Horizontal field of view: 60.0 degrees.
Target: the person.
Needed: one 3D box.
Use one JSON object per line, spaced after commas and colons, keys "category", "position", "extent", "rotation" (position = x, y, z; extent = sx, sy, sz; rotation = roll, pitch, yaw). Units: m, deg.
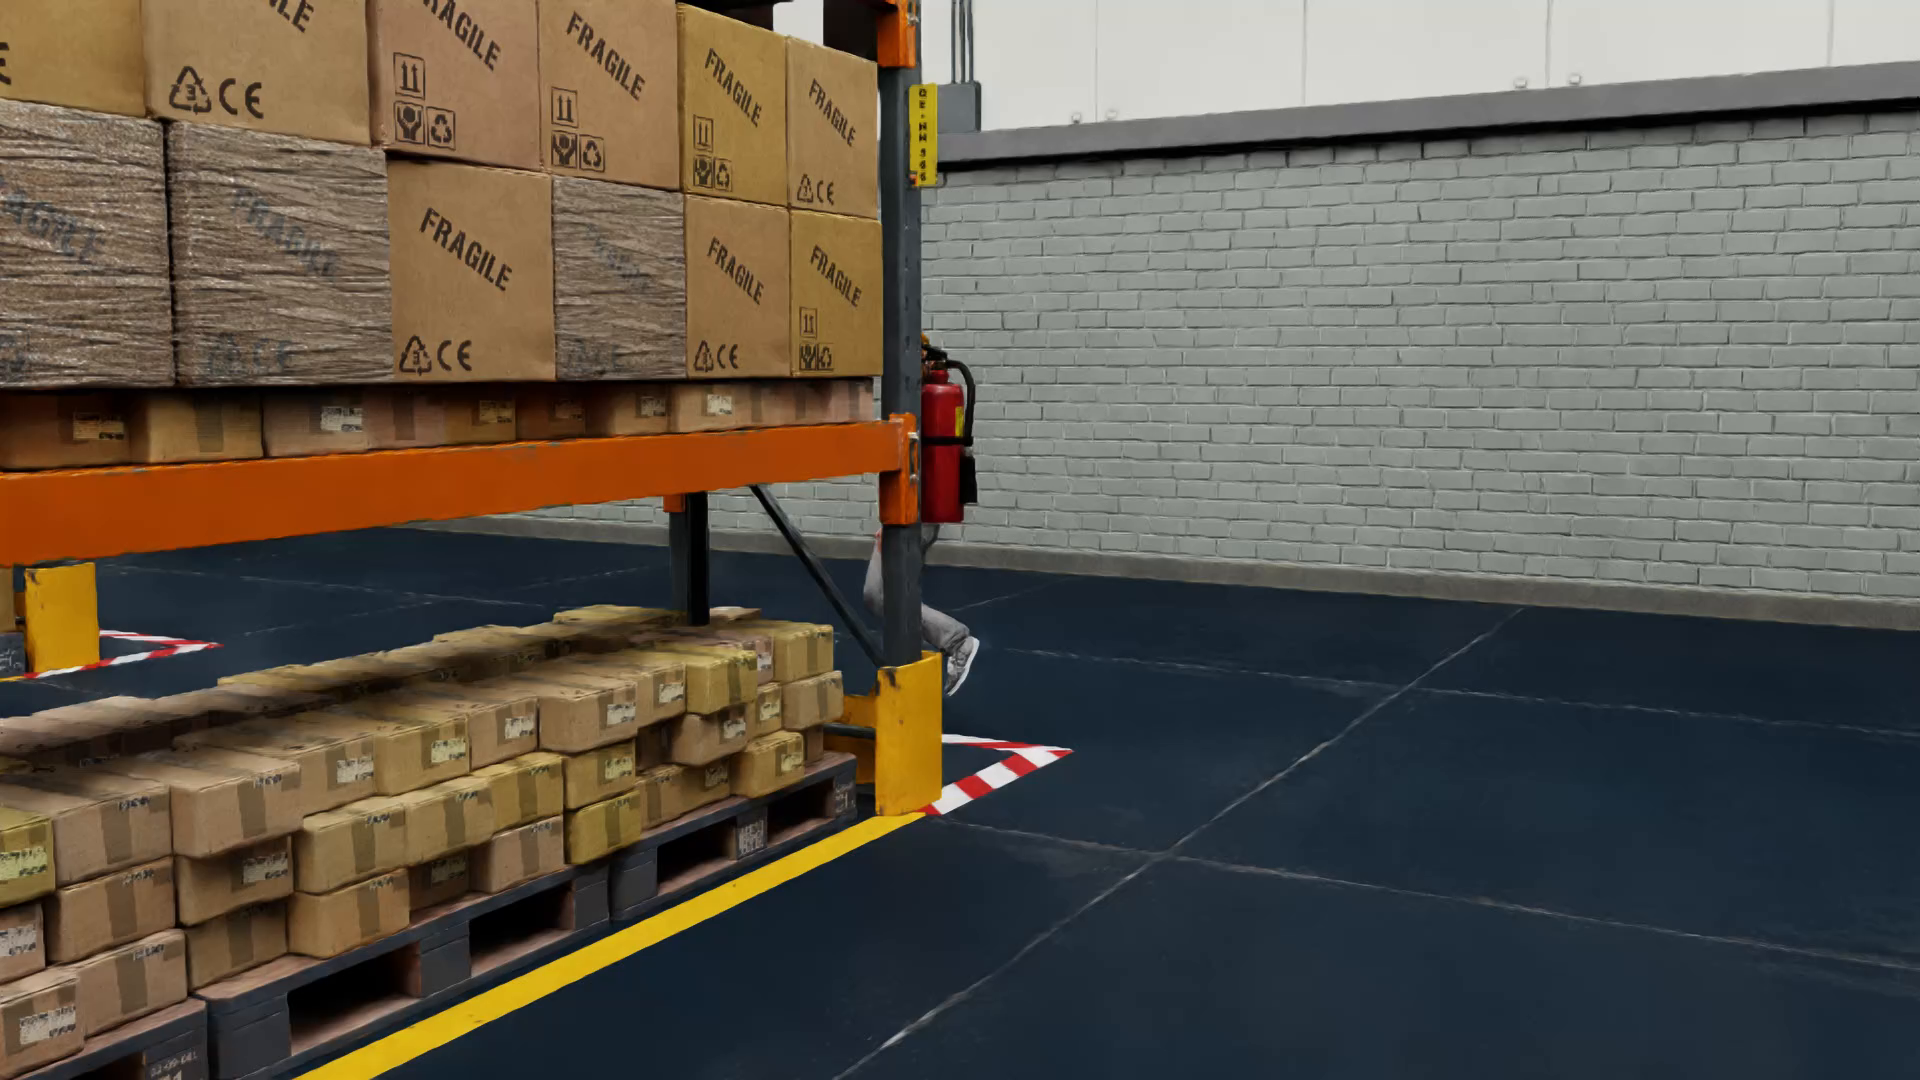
{"category": "person", "position": [-0.190, -0.047, 7.120], "extent": [0.560, 1.567, 0.480], "rotation": [0, 6, 4]}
